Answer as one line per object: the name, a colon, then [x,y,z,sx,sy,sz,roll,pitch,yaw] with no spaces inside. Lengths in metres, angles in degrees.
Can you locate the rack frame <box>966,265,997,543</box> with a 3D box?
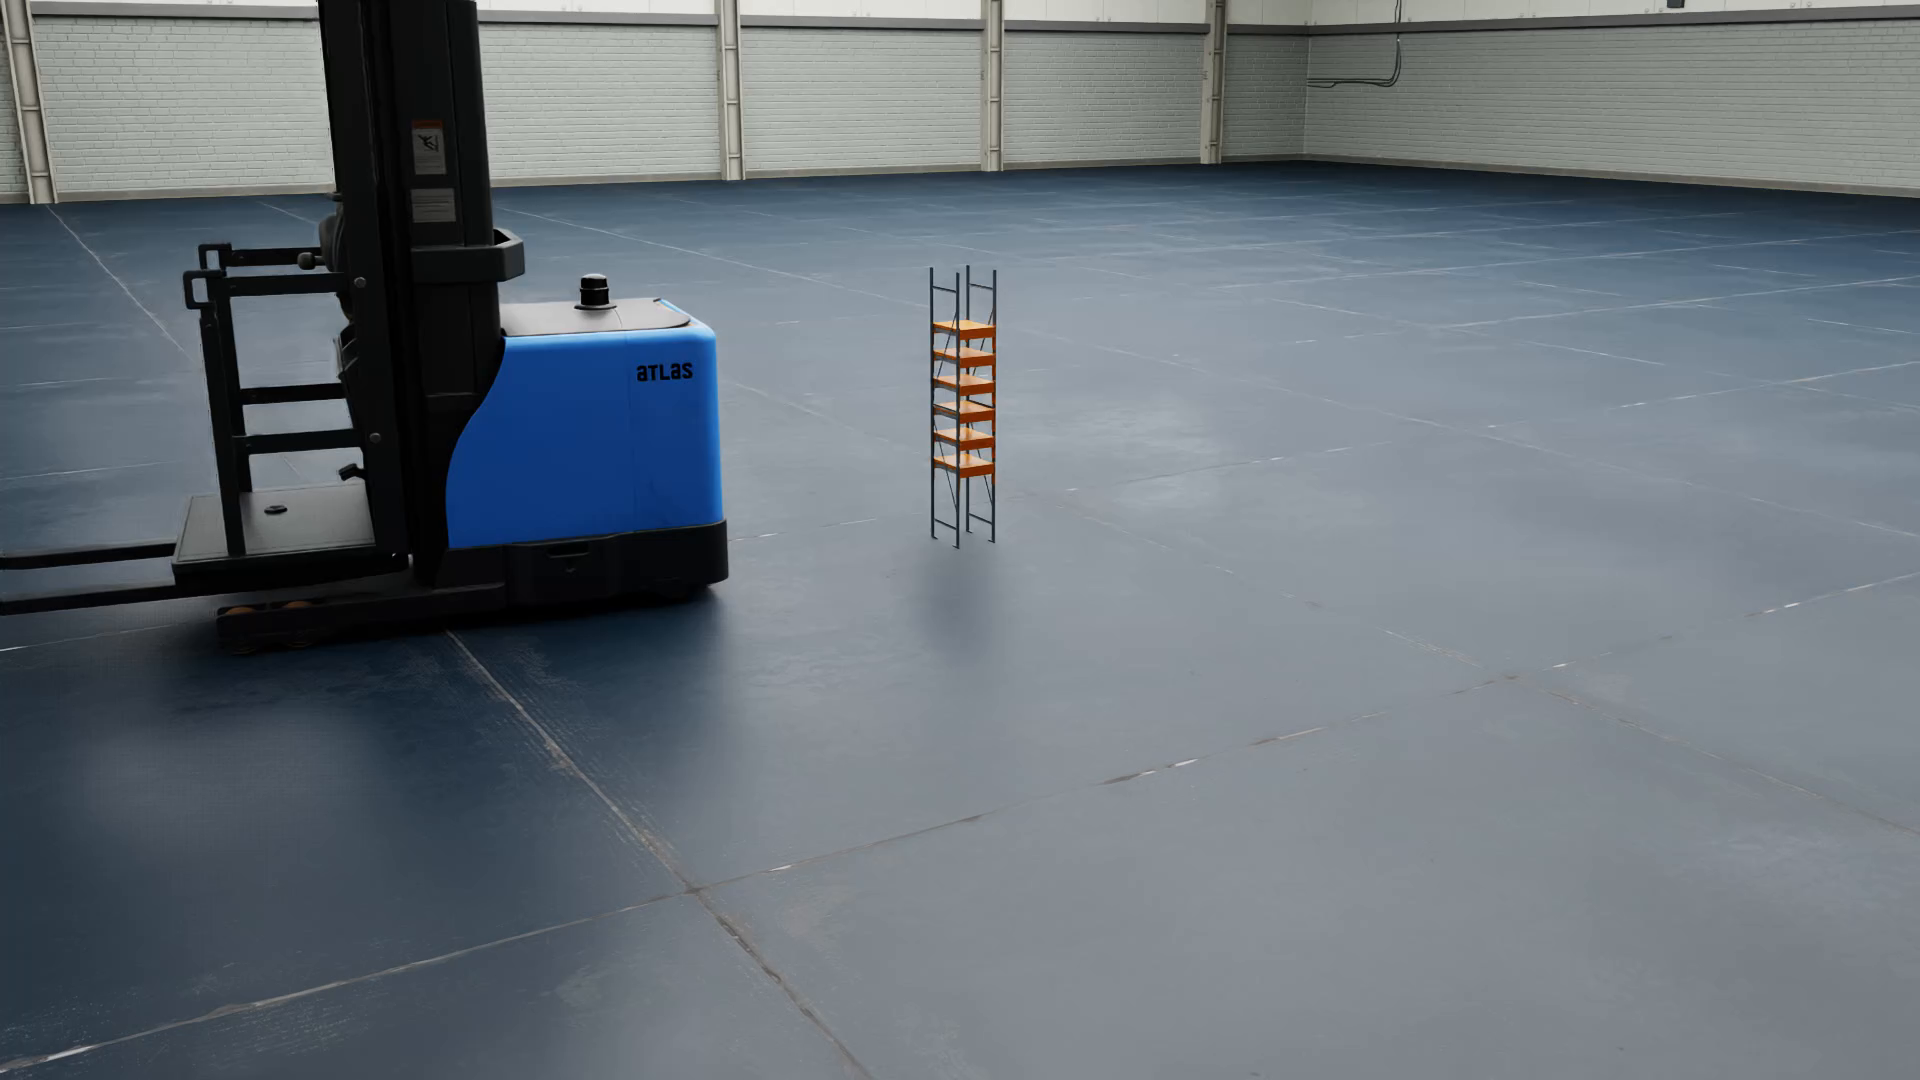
rack frame: [0.091,-0.592,7.300,0.006,1.200,0.240,-9,18,-30]

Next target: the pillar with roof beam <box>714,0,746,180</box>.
pillar with roof beam: [-2.244,-10.432,27.953,0.400,9.000,9.100,-9,18,-30]

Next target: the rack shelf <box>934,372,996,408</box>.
rack shelf: [0.012,-0.653,7.235,0.180,0.103,0.258,-9,18,-30]

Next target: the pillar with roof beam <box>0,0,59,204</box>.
pillar with roof beam: [-12.531,-8.764,22.002,0.400,9.000,9.100,-9,18,-30]

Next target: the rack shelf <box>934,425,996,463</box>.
rack shelf: [0.012,-0.421,7.299,0.180,0.103,0.258,-9,18,-30]

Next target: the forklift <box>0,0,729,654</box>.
forklift: [-2.492,-1.164,6.131,3.031,2.935,1.130,-6,17,-20]

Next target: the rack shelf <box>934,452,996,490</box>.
rack shelf: [0.012,-0.306,7.332,0.180,0.103,0.258,-9,18,-30]

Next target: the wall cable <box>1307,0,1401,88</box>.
wall cable: [9.031,-11.705,38.245,0.112,2.526,3.097,-9,18,-30]

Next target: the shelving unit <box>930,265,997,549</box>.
shelving unit: [0.012,-0.580,7.255,0.189,1.200,0.258,-9,18,-30]

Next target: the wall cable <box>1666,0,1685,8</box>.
wall cable: [13.907,-12.639,29.524,0.169,6.003,2.305,-9,18,-30]

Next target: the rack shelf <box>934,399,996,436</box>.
rack shelf: [0.012,-0.537,7.267,0.180,0.103,0.258,-9,18,-30]

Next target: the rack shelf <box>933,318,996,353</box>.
rack shelf: [0.012,-0.884,7.170,0.180,0.103,0.258,-9,18,-30]

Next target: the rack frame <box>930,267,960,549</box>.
rack frame: [-0.066,-0.567,7.210,0.006,1.200,0.240,-9,18,-30]

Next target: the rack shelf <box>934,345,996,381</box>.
rack shelf: [0.012,-0.768,7.202,0.180,0.103,0.258,-9,18,-30]

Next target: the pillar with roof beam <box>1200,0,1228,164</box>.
pillar with roof beam: [8.042,-12.100,33.904,0.400,9.000,9.100,-9,18,-30]

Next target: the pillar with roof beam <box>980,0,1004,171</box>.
pillar with roof beam: [2.899,-11.266,30.928,0.400,9.000,9.100,-9,18,-30]
